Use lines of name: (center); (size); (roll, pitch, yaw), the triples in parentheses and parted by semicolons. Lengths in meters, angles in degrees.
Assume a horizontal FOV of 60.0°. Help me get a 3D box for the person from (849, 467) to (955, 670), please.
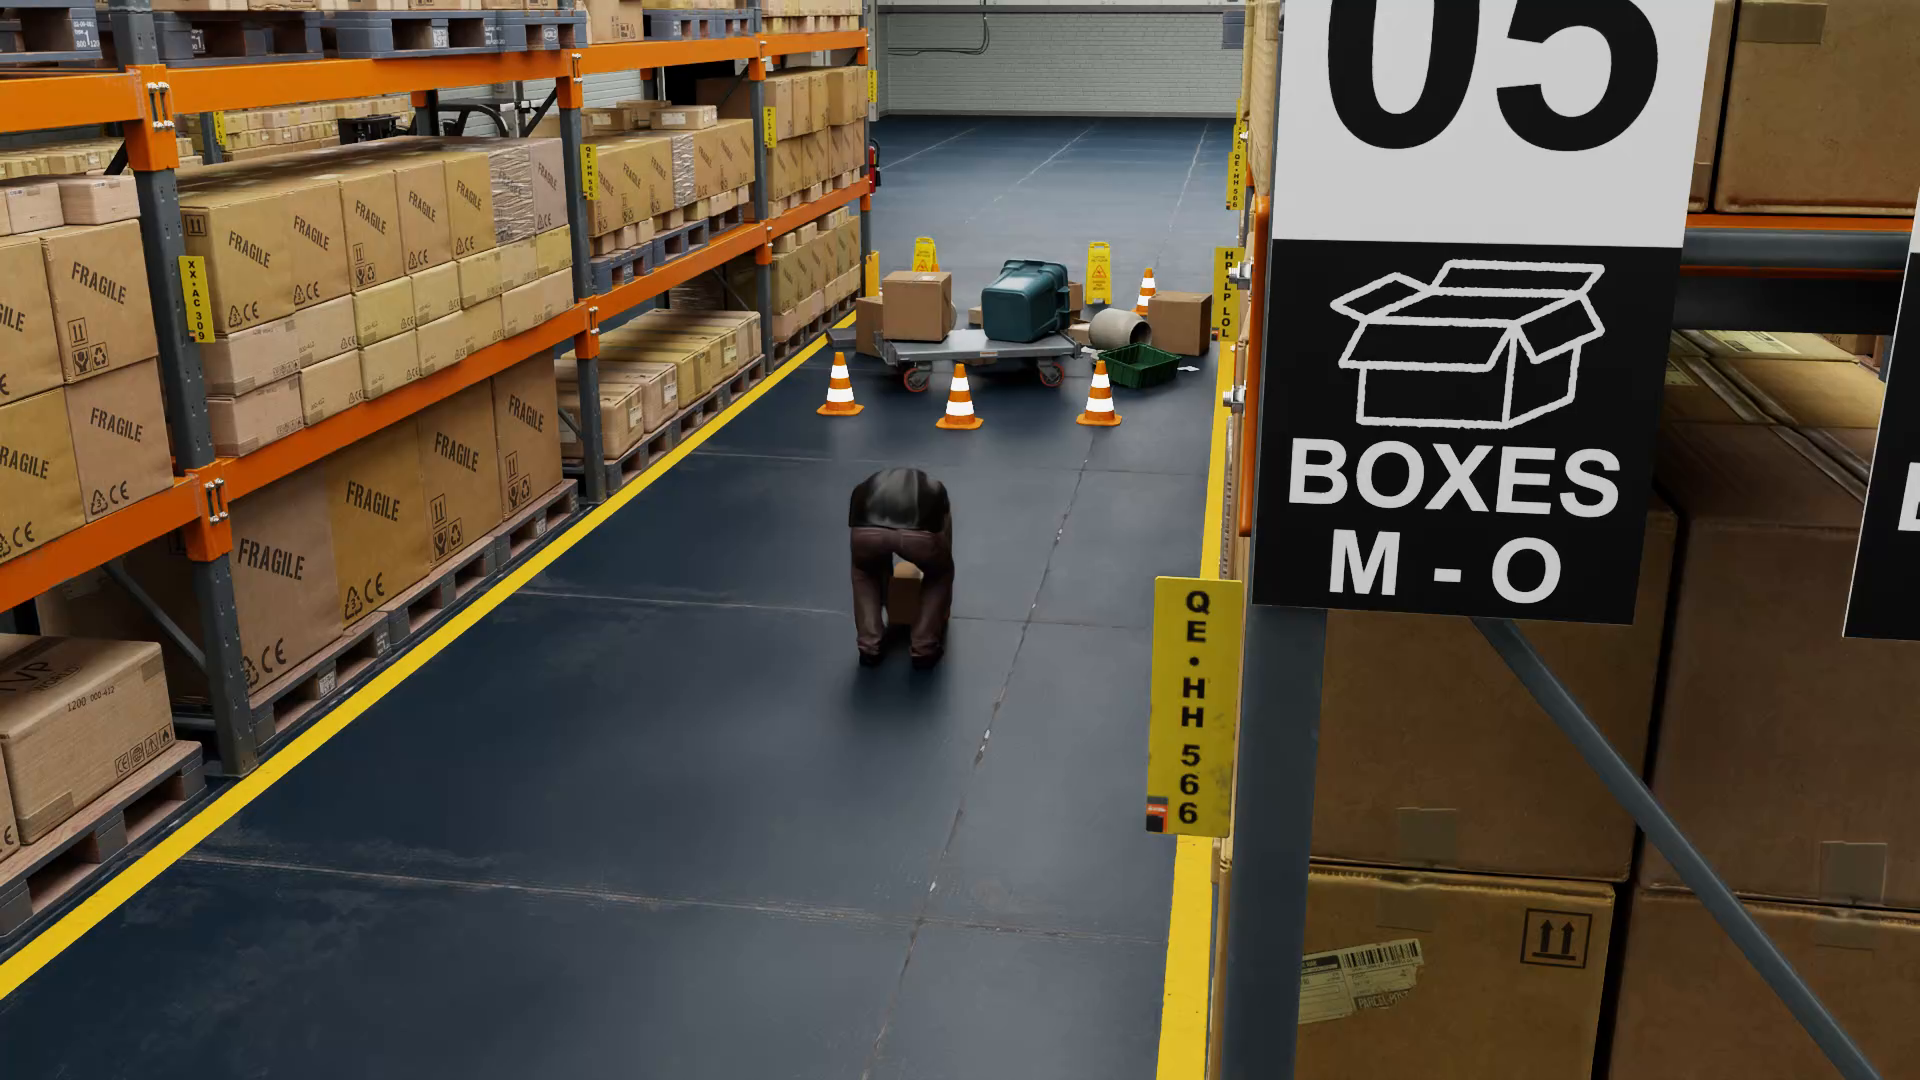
person: (-0.277, 0.071, 8.120); (0.513, 0.960, 0.944); (2, 18, 6)
